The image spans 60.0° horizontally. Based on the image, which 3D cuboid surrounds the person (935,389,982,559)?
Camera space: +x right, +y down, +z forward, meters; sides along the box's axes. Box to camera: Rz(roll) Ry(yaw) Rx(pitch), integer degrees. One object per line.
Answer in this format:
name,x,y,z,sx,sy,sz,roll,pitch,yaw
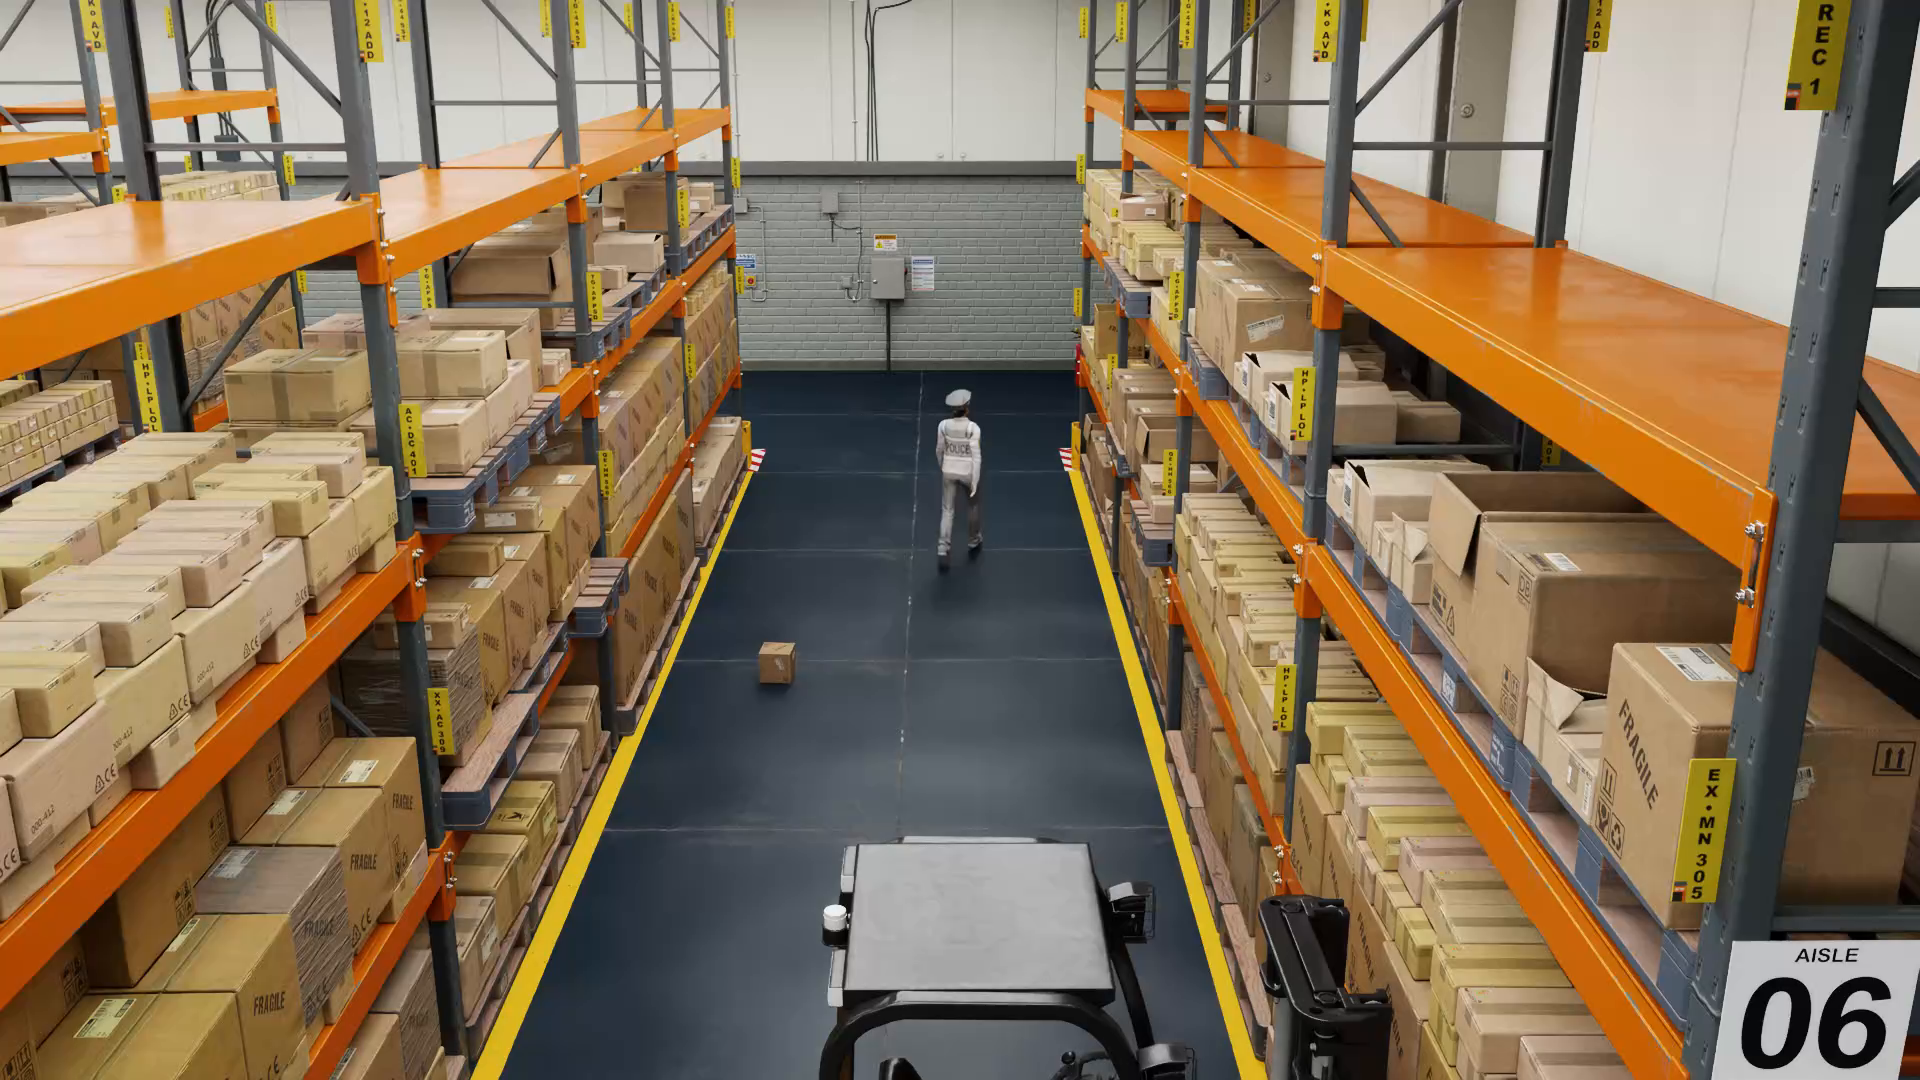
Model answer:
person,-0.009,-0.645,16.069,0.481,1.633,1.009,4,18,11
